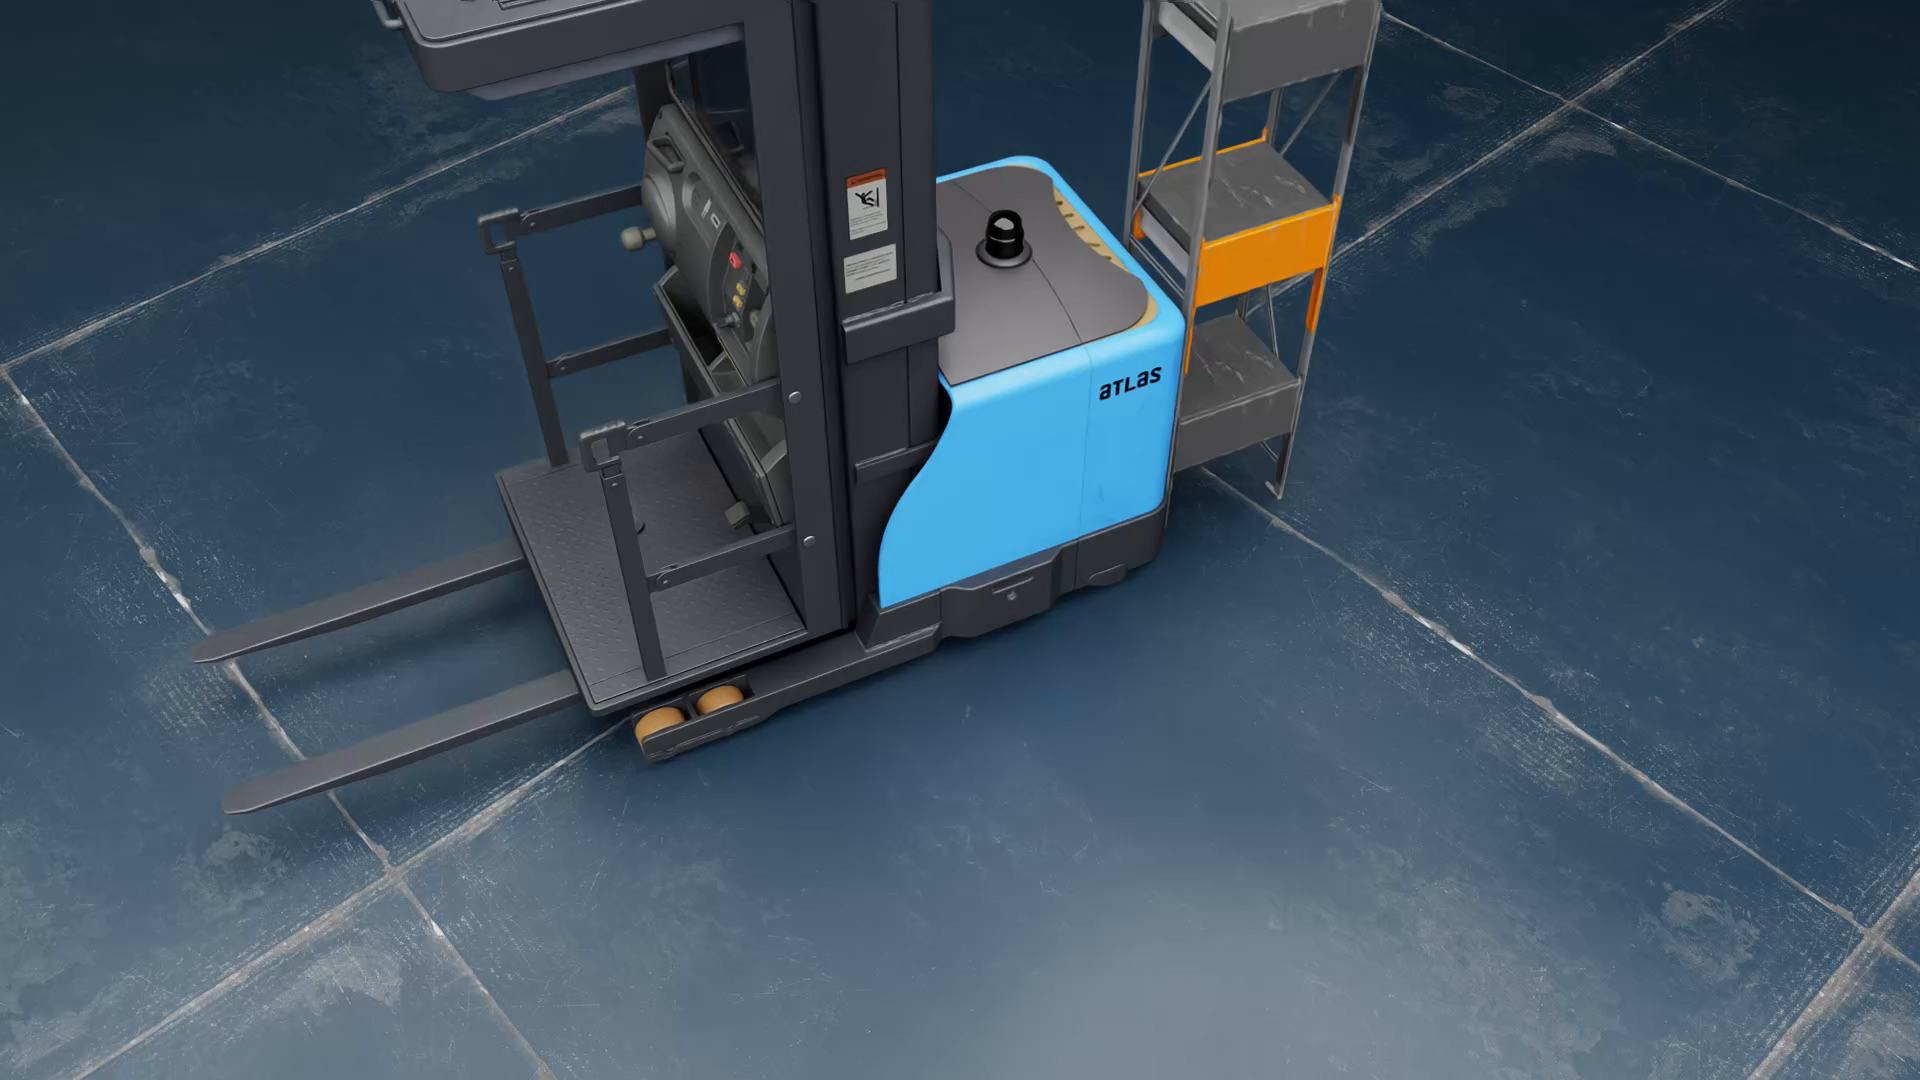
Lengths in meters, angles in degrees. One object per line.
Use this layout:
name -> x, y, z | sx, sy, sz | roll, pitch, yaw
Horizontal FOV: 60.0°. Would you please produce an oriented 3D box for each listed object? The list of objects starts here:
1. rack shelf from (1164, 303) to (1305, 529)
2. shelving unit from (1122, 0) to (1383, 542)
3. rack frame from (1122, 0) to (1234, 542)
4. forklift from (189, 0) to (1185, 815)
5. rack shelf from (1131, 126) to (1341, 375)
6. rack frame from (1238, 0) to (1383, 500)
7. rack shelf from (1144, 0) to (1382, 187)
rack shelf -> 0.825, -0.425, 5.684 | 0.480, 0.518, 0.431 | -19, 50, -17
shelving unit -> 0.825, -0.909, 5.160 | 0.503, 2.100, 0.431 | -19, 50, -17
rack frame -> 0.605, -0.831, 5.088 | 0.015, 2.100, 0.400 | -19, 50, -17
forklift -> -0.872, -0.765, 4.462 | 3.031, 2.935, 1.130 | -19, 50, -17
rack shelf -> 0.825, -0.899, 5.170 | 0.480, 0.518, 0.431 | -19, 50, -17
rack frame -> 1.045, -0.986, 5.231 | 0.015, 2.100, 0.400 | -19, 50, -17
rack shelf -> 0.825, -1.374, 4.655 | 0.480, 0.518, 0.431 | -19, 50, -17
